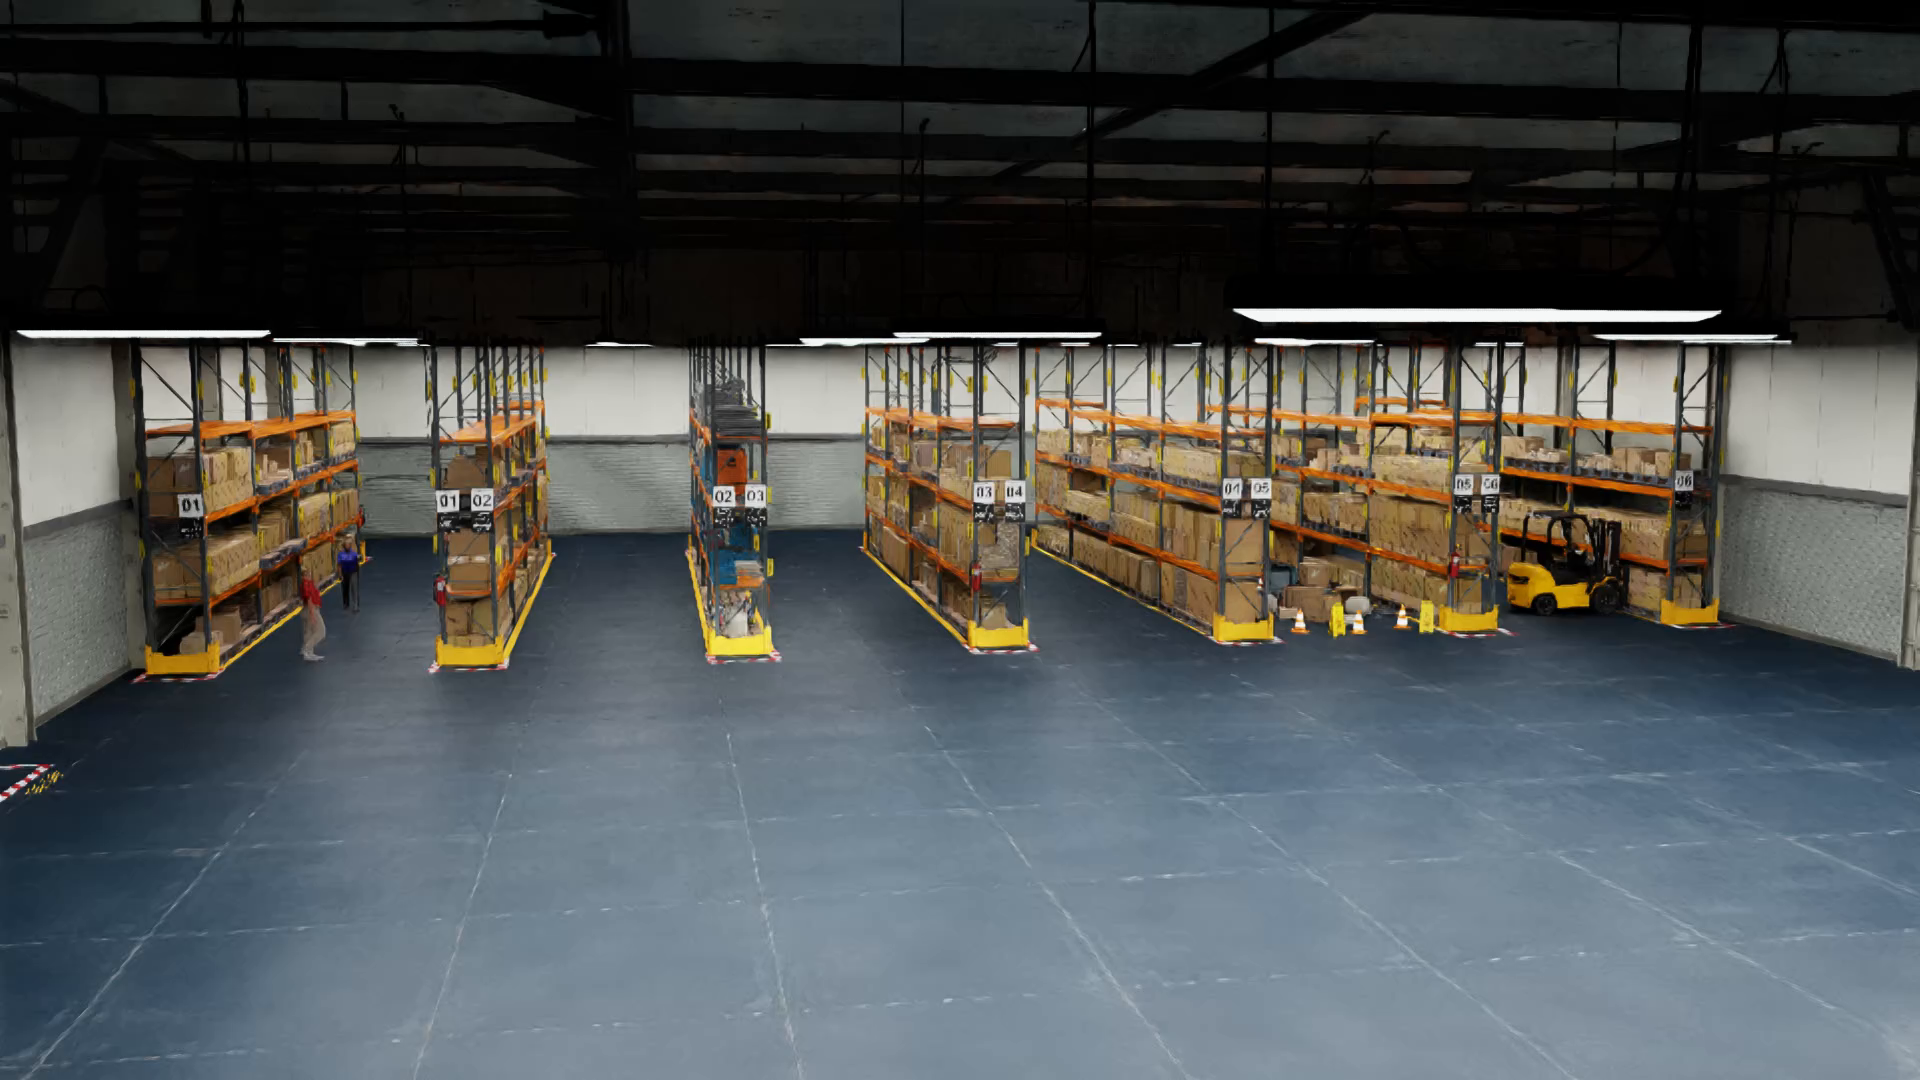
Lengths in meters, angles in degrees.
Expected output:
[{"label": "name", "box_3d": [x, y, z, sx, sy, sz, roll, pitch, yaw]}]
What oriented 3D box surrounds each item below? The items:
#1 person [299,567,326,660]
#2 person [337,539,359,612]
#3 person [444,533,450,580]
[{"label": "person", "box_3d": [-11.980, 1.366, 30.597, 0.459, 1.725, 0.578, -5, 8, -36]}, {"label": "person", "box_3d": [-13.356, 0.772, 36.298, 0.443, 1.573, 0.988, -2, 7, -19]}, {"label": "person", "box_3d": [-12.664, 0.092, 41.471, 0.586, 1.748, 0.654, 2, 7, 20]}]
